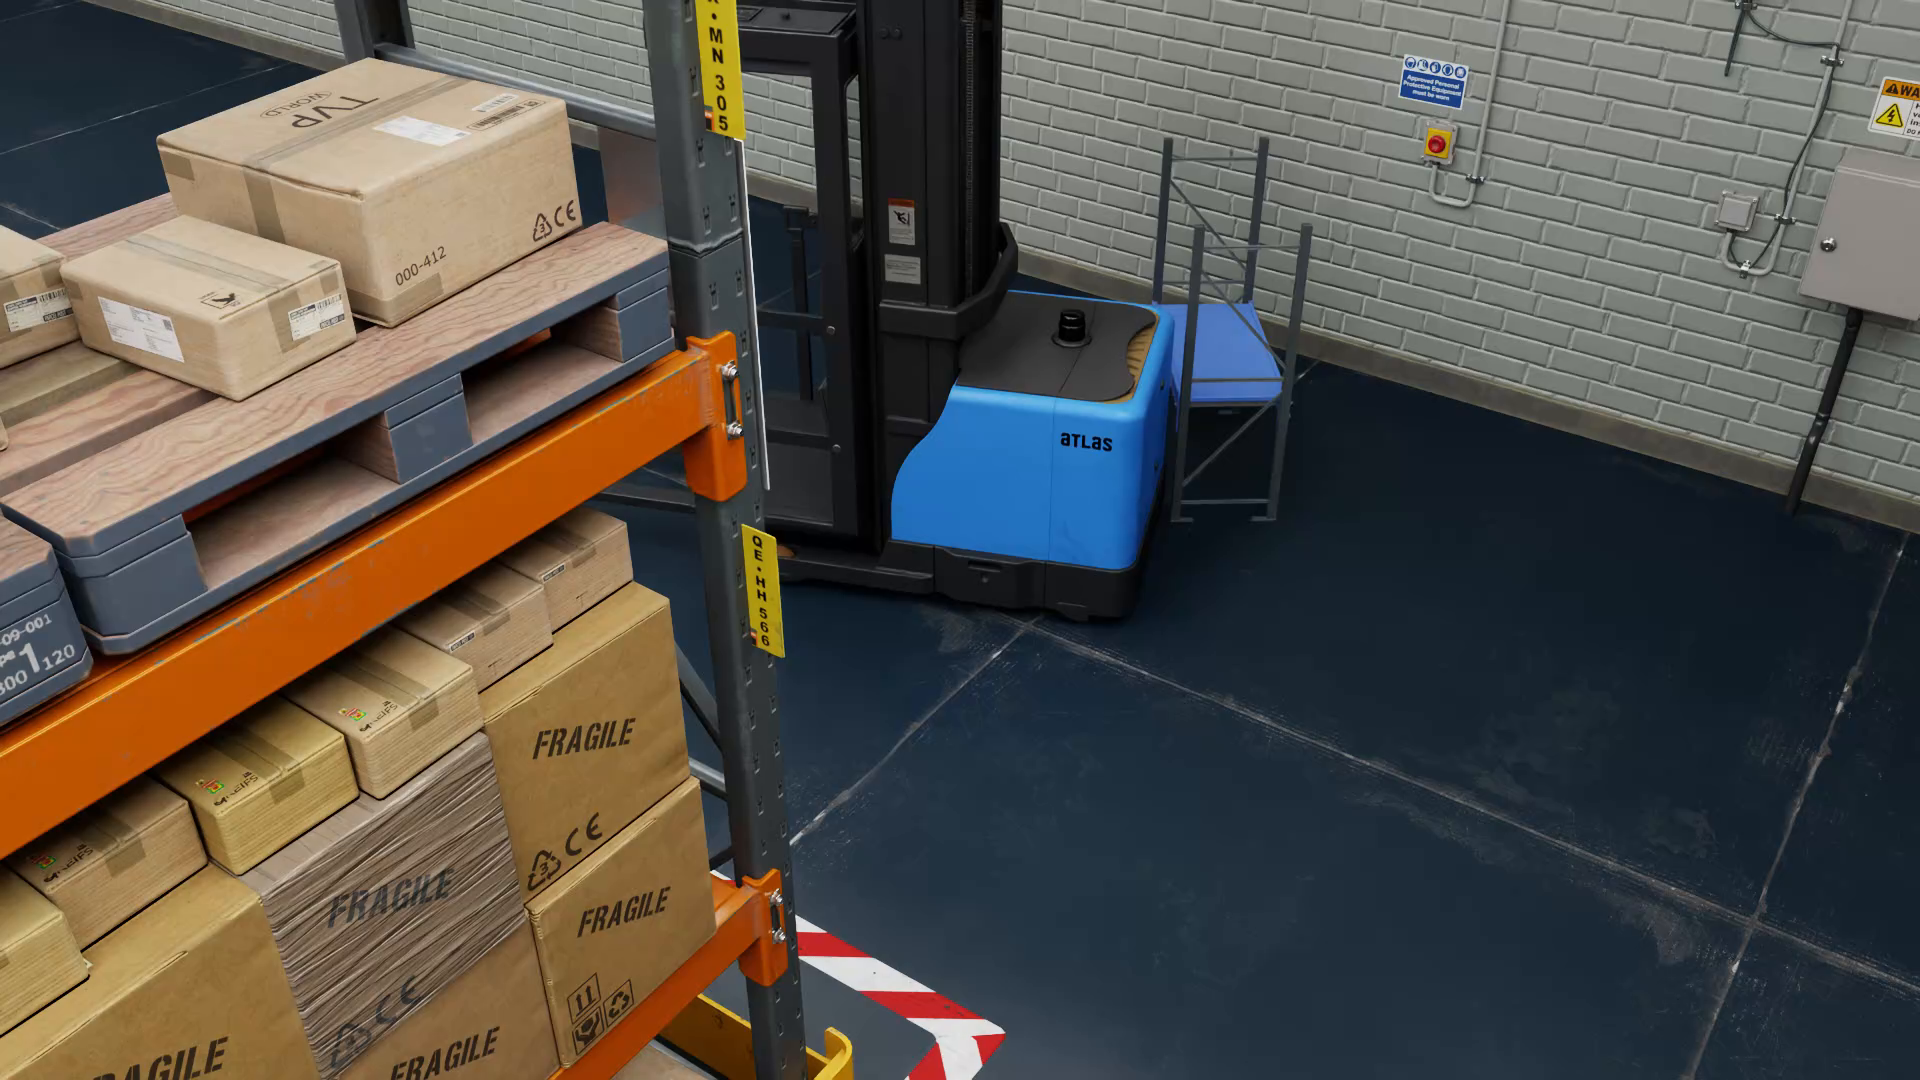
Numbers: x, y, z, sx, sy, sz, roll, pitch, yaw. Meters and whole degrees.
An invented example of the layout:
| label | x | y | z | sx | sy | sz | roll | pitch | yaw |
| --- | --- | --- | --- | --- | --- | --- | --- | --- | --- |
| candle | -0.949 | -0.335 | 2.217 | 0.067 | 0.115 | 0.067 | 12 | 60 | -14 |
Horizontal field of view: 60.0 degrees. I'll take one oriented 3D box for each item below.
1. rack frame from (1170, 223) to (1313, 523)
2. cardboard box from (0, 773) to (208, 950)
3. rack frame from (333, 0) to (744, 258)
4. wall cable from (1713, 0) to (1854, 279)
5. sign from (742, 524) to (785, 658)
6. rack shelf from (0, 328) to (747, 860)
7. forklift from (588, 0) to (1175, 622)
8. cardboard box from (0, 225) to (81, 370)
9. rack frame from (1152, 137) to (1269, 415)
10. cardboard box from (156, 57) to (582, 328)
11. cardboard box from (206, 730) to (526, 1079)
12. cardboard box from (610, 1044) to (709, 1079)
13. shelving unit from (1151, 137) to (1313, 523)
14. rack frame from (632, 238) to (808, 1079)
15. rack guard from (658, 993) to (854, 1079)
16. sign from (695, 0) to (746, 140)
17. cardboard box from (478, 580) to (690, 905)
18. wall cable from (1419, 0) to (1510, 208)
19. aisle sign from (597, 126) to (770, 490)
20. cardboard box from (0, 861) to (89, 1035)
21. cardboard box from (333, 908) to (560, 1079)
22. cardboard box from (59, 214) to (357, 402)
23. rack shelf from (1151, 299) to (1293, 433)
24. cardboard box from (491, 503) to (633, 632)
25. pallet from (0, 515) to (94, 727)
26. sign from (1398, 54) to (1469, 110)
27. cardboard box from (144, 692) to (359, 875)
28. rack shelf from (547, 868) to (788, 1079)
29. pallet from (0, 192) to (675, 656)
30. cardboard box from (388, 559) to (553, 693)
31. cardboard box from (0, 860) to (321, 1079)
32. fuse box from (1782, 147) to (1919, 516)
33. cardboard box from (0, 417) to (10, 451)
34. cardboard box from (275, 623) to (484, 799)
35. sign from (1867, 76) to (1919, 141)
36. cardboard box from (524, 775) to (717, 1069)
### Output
| label | x | y | z | sx | sy | sz | roll | pitch | yaw |
| --- | --- | --- | --- | --- | --- | --- | --- | --- | --- |
| rack frame | 1.245 | -0.715 | 7.469 | 0.500 | 1.500 | 0.032 | -1 | 34 | -1 |
| cardboard box | -1.501 | 0.488 | 2.790 | 0.380 | 0.149 | 0.250 | 21 | 39 | 28 |
| rack frame | -0.873 | -1.973 | 2.634 | 1.000 | 3.000 | 0.127 | 21 | 39 | 28 |
| wall cable | 3.495 | -2.063 | 7.216 | 0.588 | 1.984 | 0.122 | 21 | 39 | 28 |
| sign | -0.435 | 0.115 | 3.658 | 0.100 | 0.325 | 0.005 | 21 | 39 | 28 |
| rack shelf | -2.013 | 0.488 | 2.315 | 1.077 | 0.370 | 4.000 | 21 | 39 | 28 |
| forklift | -0.611 | -1.300 | 7.056 | 3.031 | 2.935 | 1.130 | 8 | 35 | 12 |
| cardboard box | -1.682 | -0.414 | 2.767 | 0.380 | 0.149 | 0.250 | 23 | 40 | 30 |
| rack frame | 1.217 | -1.285 | 8.311 | 0.500 | 1.500 | 0.032 | -1 | 34 | -1 |
| cardboard box | -1.055 | -0.647 | 3.022 | 0.500 | 0.250 | 0.500 | 18 | 38 | 24 |
| cardboard box | -1.226 | 0.605 | 3.196 | 0.500 | 0.500 | 0.500 | 21 | 40 | 28 |
| cardboard box | -1.167 | 1.736 | 4.418 | 0.875 | 0.438 | 0.875 | 20 | 39 | 27 |
| shelving unit | 1.231 | -1.000 | 7.890 | 0.538 | 1.500 | 1.048 | -1 | 34 | -1 |
| rack frame | -0.873 | 0.513 | 4.314 | 1.000 | 3.000 | 0.127 | 21 | 39 | 28 |
| rack guard | -0.859 | 1.537 | 5.031 | 1.175 | 0.500 | 0.348 | 21 | 39 | 28 |
| sign | -0.435 | -0.884 | 2.982 | 0.100 | 0.325 | 0.005 | 21 | 39 | 28 |
| cardboard box | -0.952 | 0.355 | 3.566 | 0.500 | 0.500 | 0.500 | 23 | 40 | 30 |
| wall cable | 2.323 | -2.524 | 7.869 | 0.585 | 1.953 | 0.123 | 21 | 39 | 28 |
| aisle sign | -0.577 | -0.498 | 3.489 | 0.394 | 0.787 | 0.004 | 21 | 39 | 28 |
| cardboard box | -1.595 | 0.622 | 2.591 | 0.380 | 0.149 | 0.250 | 22 | 40 | 29 |
| cardboard box | -1.229 | 1.004 | 3.499 | 0.500 | 0.500 | 0.500 | 20 | 39 | 27 |
| cardboard box | -1.229 | -0.387 | 2.727 | 0.380 | 0.149 | 0.250 | 18 | 38 | 25 |
| rack shelf | 1.231 | -0.851 | 7.991 | 0.538 | 0.185 | 1.000 | -1 | 34 | -1 |
| cardboard box | -0.913 | 0.017 | 3.486 | 0.380 | 0.149 | 0.250 | 22 | 40 | 29 |
| pallet | -1.982 | 0.215 | 2.155 | 1.003 | 0.211 | 1.213 | 21 | 39 | 28 |
| sign | 2.318 | -2.245 | 8.151 | 0.327 | 0.218 | 0.001 | 21 | 39 | 28 |
| cardboard box | -1.293 | 0.390 | 2.934 | 0.380 | 0.149 | 0.250 | 22 | 40 | 29 |
| rack shelf | -2.013 | 1.731 | 3.155 | 1.077 | 0.370 | 4.000 | 21 | 39 | 28 |
| pallet | -1.287 | -0.349 | 2.989 | 1.003 | 0.211 | 1.213 | 21 | 39 | 28 |
| cardboard box | -1.038 | 0.142 | 3.302 | 0.380 | 0.149 | 0.250 | 22 | 40 | 29 |
| cardboard box | -1.511 | 0.831 | 2.861 | 0.500 | 0.500 | 0.500 | 21 | 39 | 28 |
| fuse box | 3.966 | -0.818 | 7.432 | 0.539 | 1.711 | 0.414 | 21 | 39 | 28 |
| cardboard box | -1.767 | -0.236 | 2.358 | 0.500 | 0.311 | 0.500 | 22 | 40 | 29 |
| cardboard box | -1.116 | 0.288 | 3.086 | 0.380 | 0.149 | 0.250 | 21 | 39 | 28 |
| sign | 4.038 | -1.807 | 7.007 | 0.339 | 0.242 | 0.001 | 21 | 39 | 28 |
| cardboard box | -0.930 | 0.778 | 3.833 | 0.500 | 0.500 | 0.500 | 21 | 40 | 28 |
